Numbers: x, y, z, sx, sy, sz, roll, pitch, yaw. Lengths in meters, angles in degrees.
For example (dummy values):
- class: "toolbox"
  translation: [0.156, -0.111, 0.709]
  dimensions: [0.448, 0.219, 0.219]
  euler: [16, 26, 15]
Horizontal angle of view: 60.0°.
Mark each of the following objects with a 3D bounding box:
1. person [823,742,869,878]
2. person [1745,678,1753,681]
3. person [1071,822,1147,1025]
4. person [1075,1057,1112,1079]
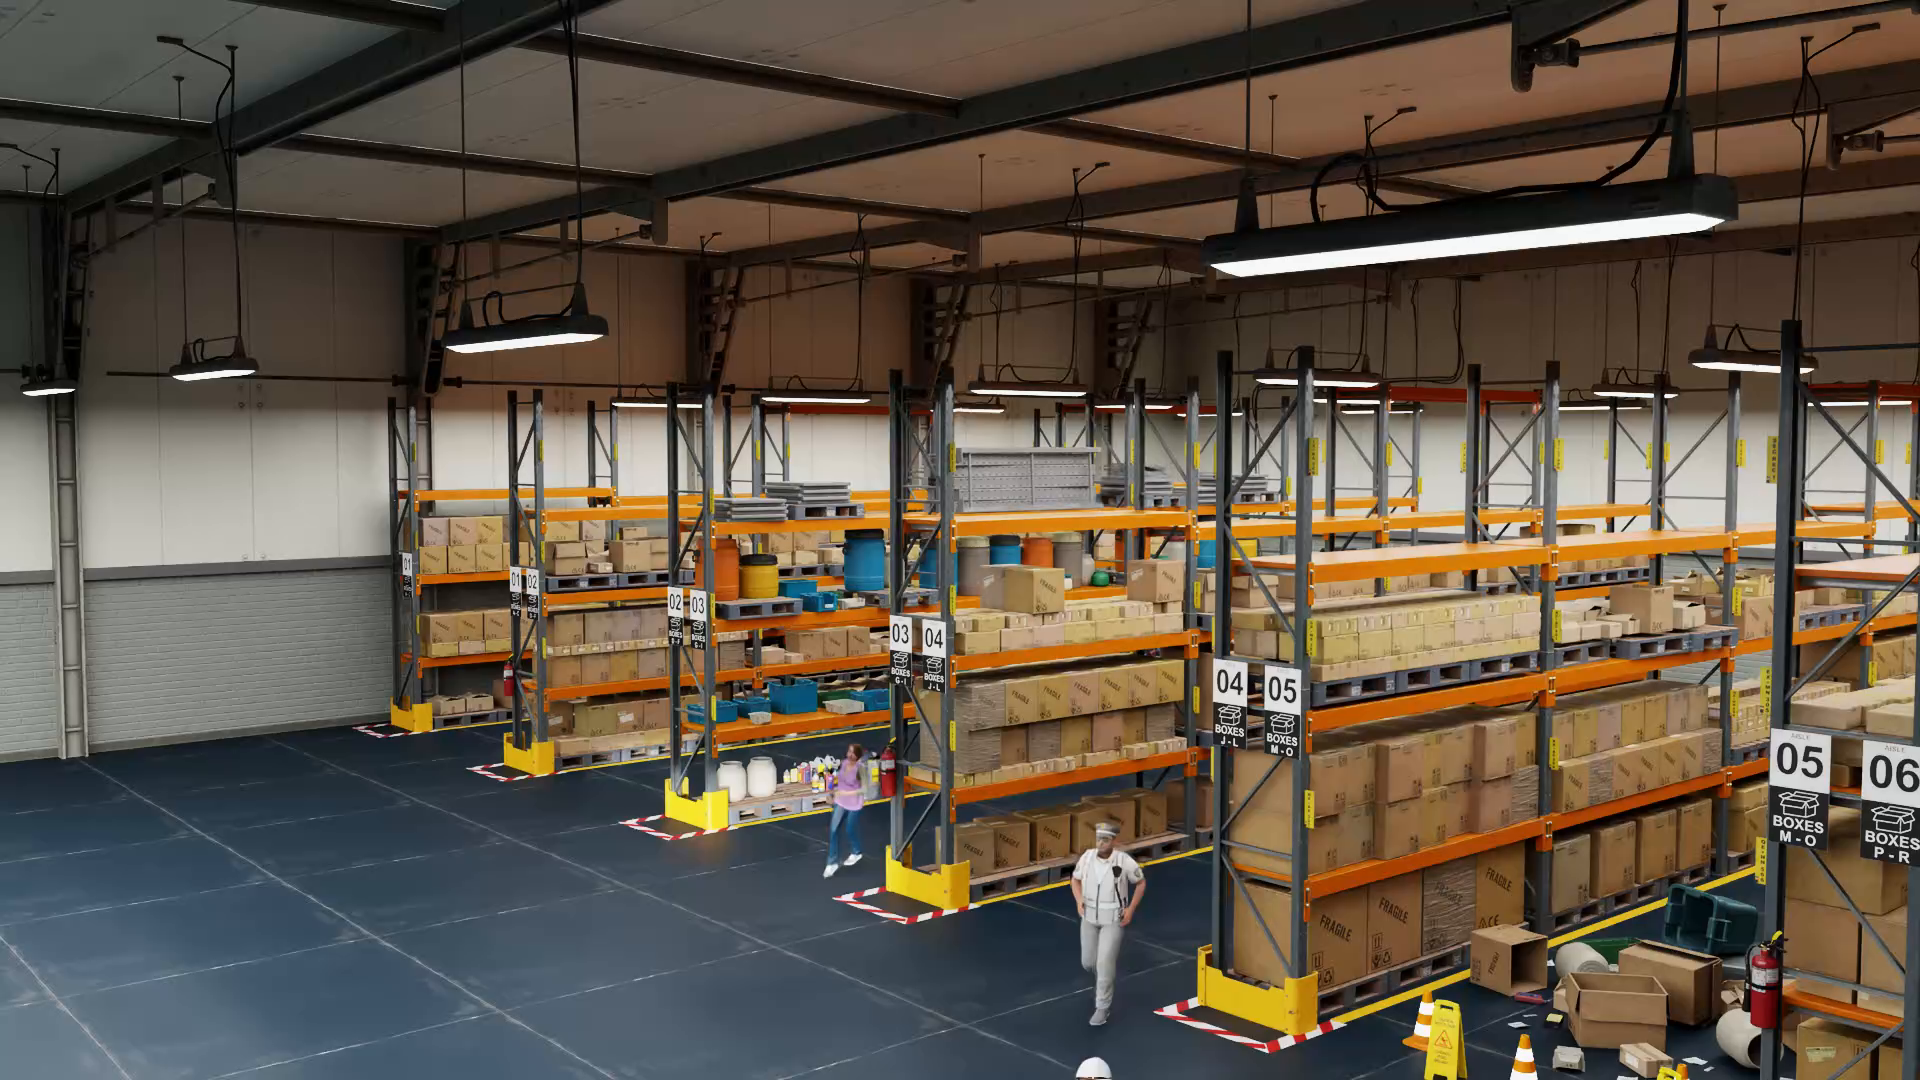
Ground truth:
- class: "person"
  translation: [-1.280, 3.214, 19.928]
  dimensions: [0.523, 1.616, 0.699]
  euler: [2, 4, 29]
- class: "person"
  translation: [11.956, 2.897, 25.096]
  dimensions: [0.612, 1.629, 0.633]
  euler: [-2, 4, -33]
- class: "person"
  translation: [1.332, 3.417, 15.083]
  dimensions: [0.690, 1.783, 0.796]
  euler: [1, 4, 23]
- class: "person"
  translation: [0.768, 3.765, 9.438]
  dimensions: [0.720, 1.706, 0.661]
  euler: [0, 3, 6]
